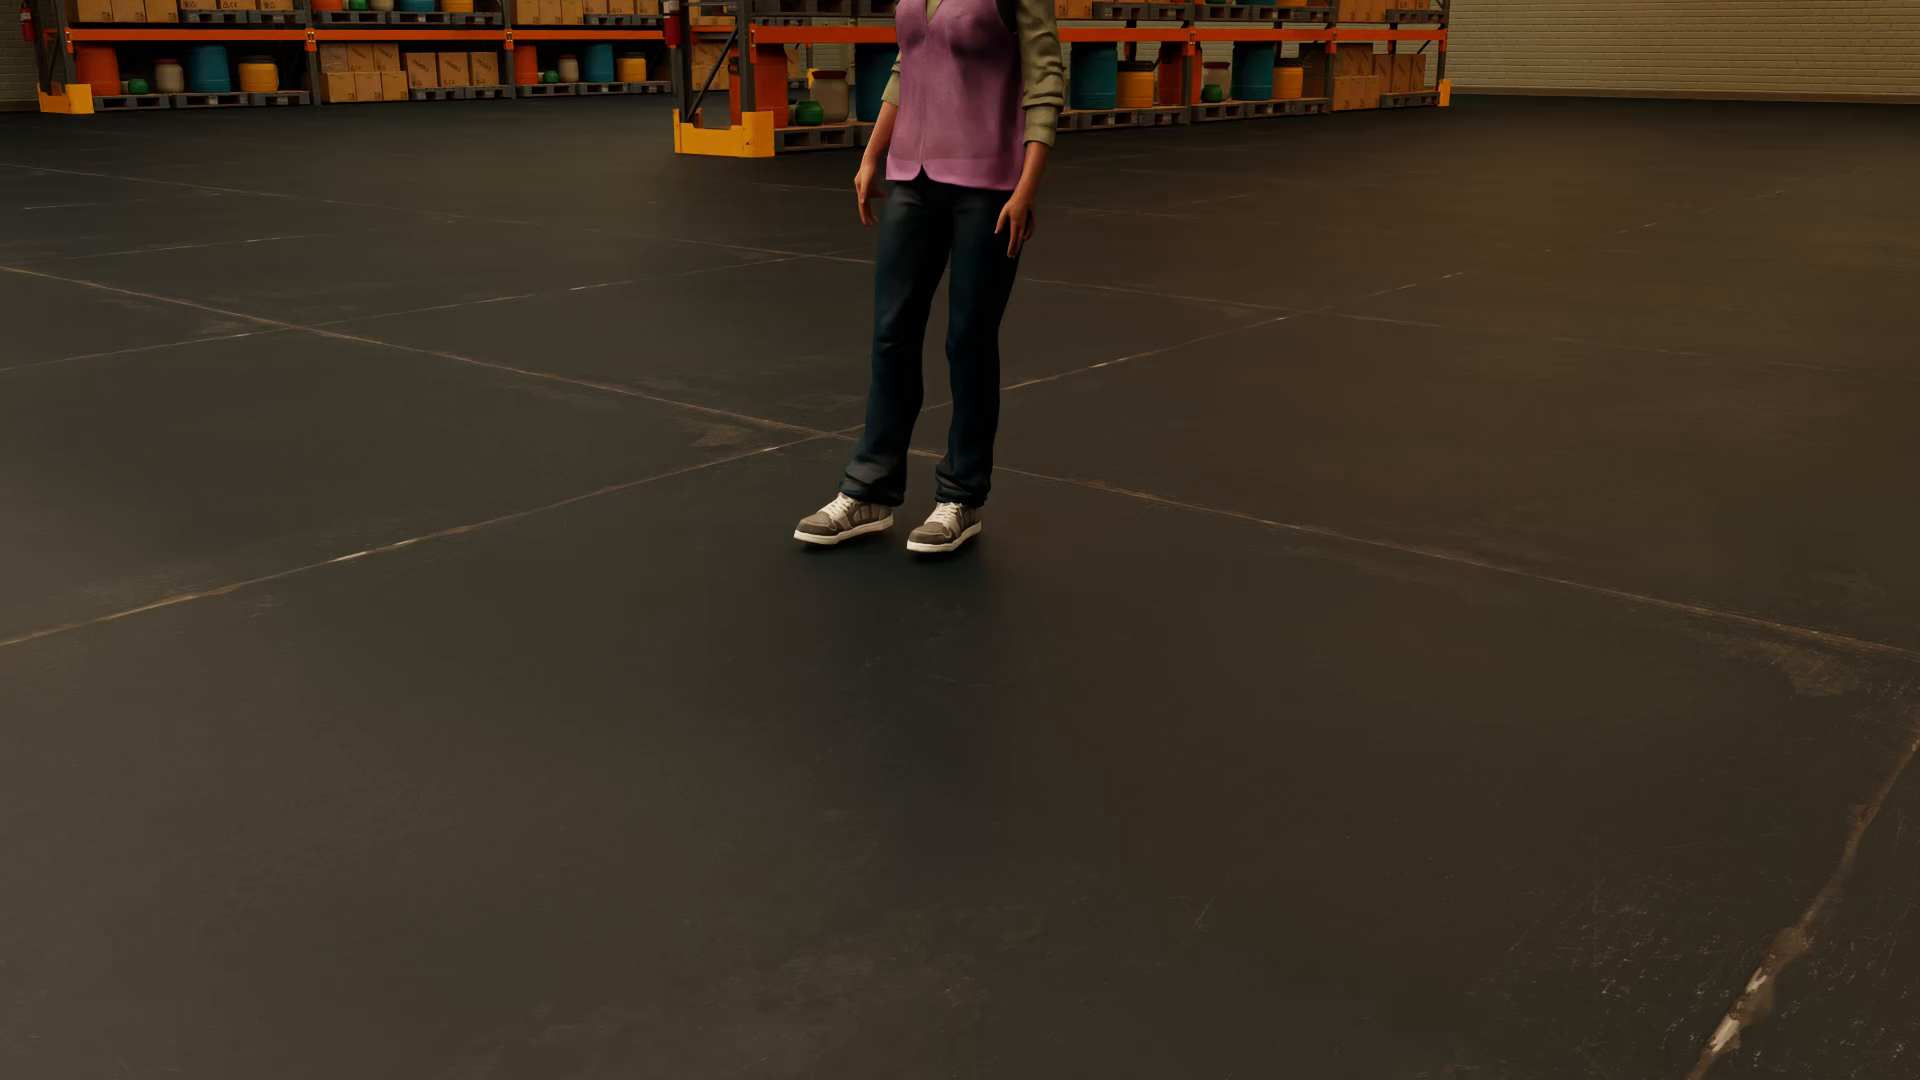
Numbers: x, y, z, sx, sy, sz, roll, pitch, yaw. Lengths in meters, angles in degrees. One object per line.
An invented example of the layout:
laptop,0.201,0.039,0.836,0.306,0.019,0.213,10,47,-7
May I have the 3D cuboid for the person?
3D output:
person,-0.058,-0.757,3.662,0.520,1.597,0.476,13,21,37
